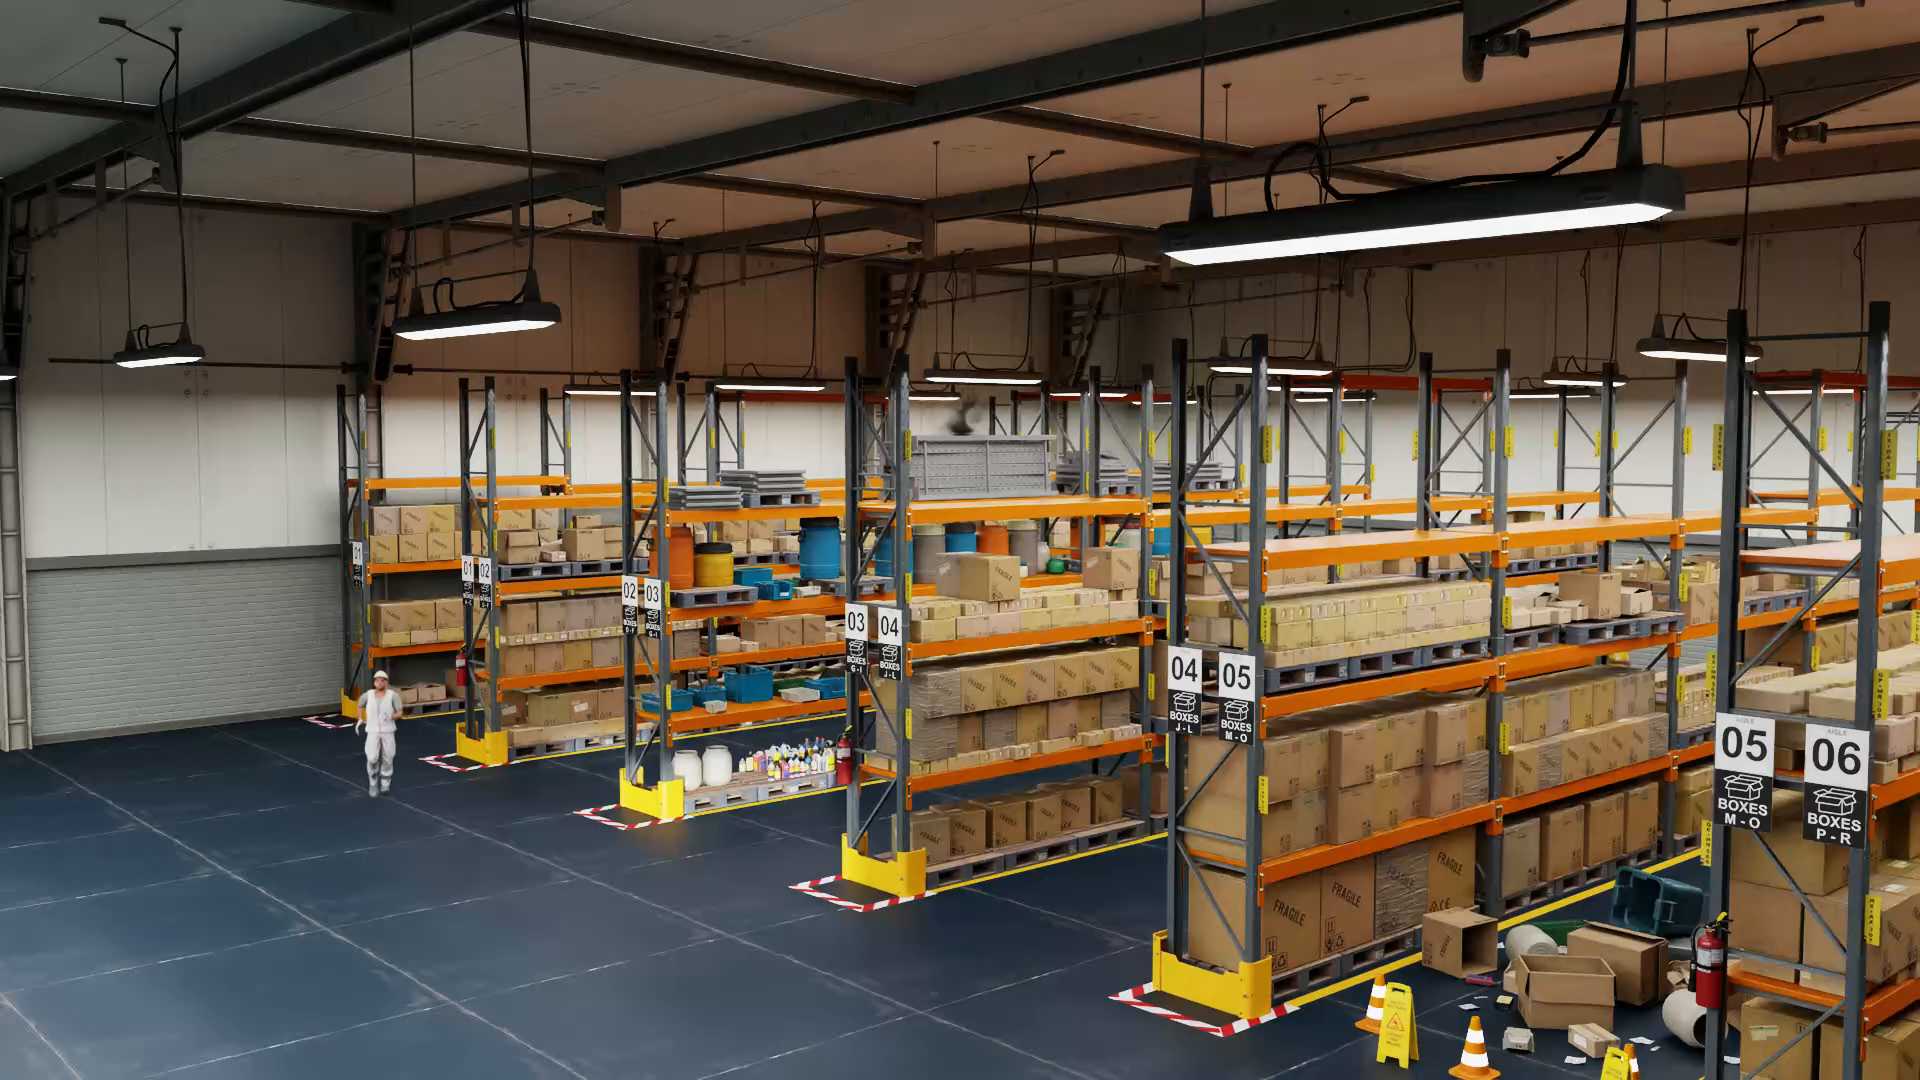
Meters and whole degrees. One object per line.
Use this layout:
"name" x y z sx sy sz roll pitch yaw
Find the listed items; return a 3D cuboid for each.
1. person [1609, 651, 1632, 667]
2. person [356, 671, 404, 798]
"person" 11.942 2.328 30.109 0.685 1.701 0.594 -2 4 -26
"person" -8.167 2.733 23.409 0.648 1.783 0.708 -1 4 -18
